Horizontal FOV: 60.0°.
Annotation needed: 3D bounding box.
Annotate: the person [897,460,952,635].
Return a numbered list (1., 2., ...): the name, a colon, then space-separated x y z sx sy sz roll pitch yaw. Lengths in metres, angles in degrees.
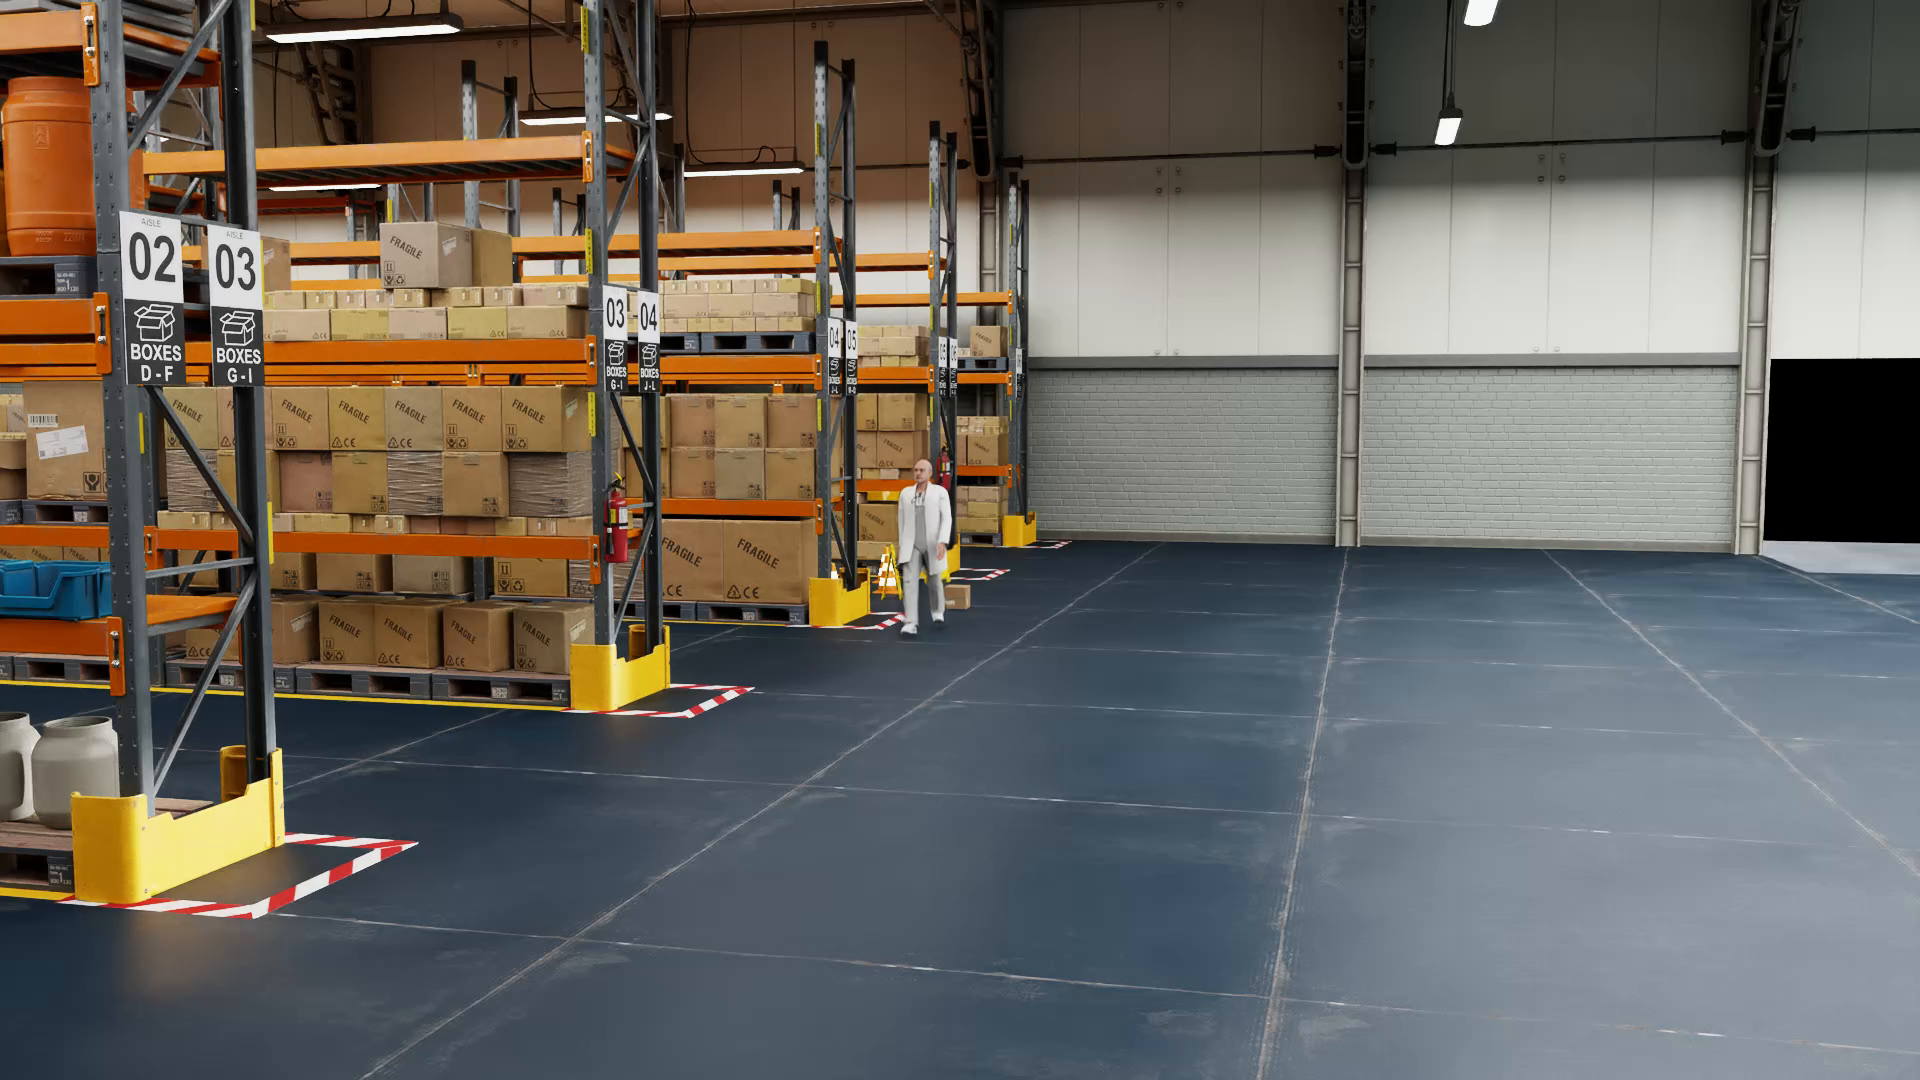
1. person: -0.362 0.060 16.720 0.568 1.729 1.141 1 5 7
